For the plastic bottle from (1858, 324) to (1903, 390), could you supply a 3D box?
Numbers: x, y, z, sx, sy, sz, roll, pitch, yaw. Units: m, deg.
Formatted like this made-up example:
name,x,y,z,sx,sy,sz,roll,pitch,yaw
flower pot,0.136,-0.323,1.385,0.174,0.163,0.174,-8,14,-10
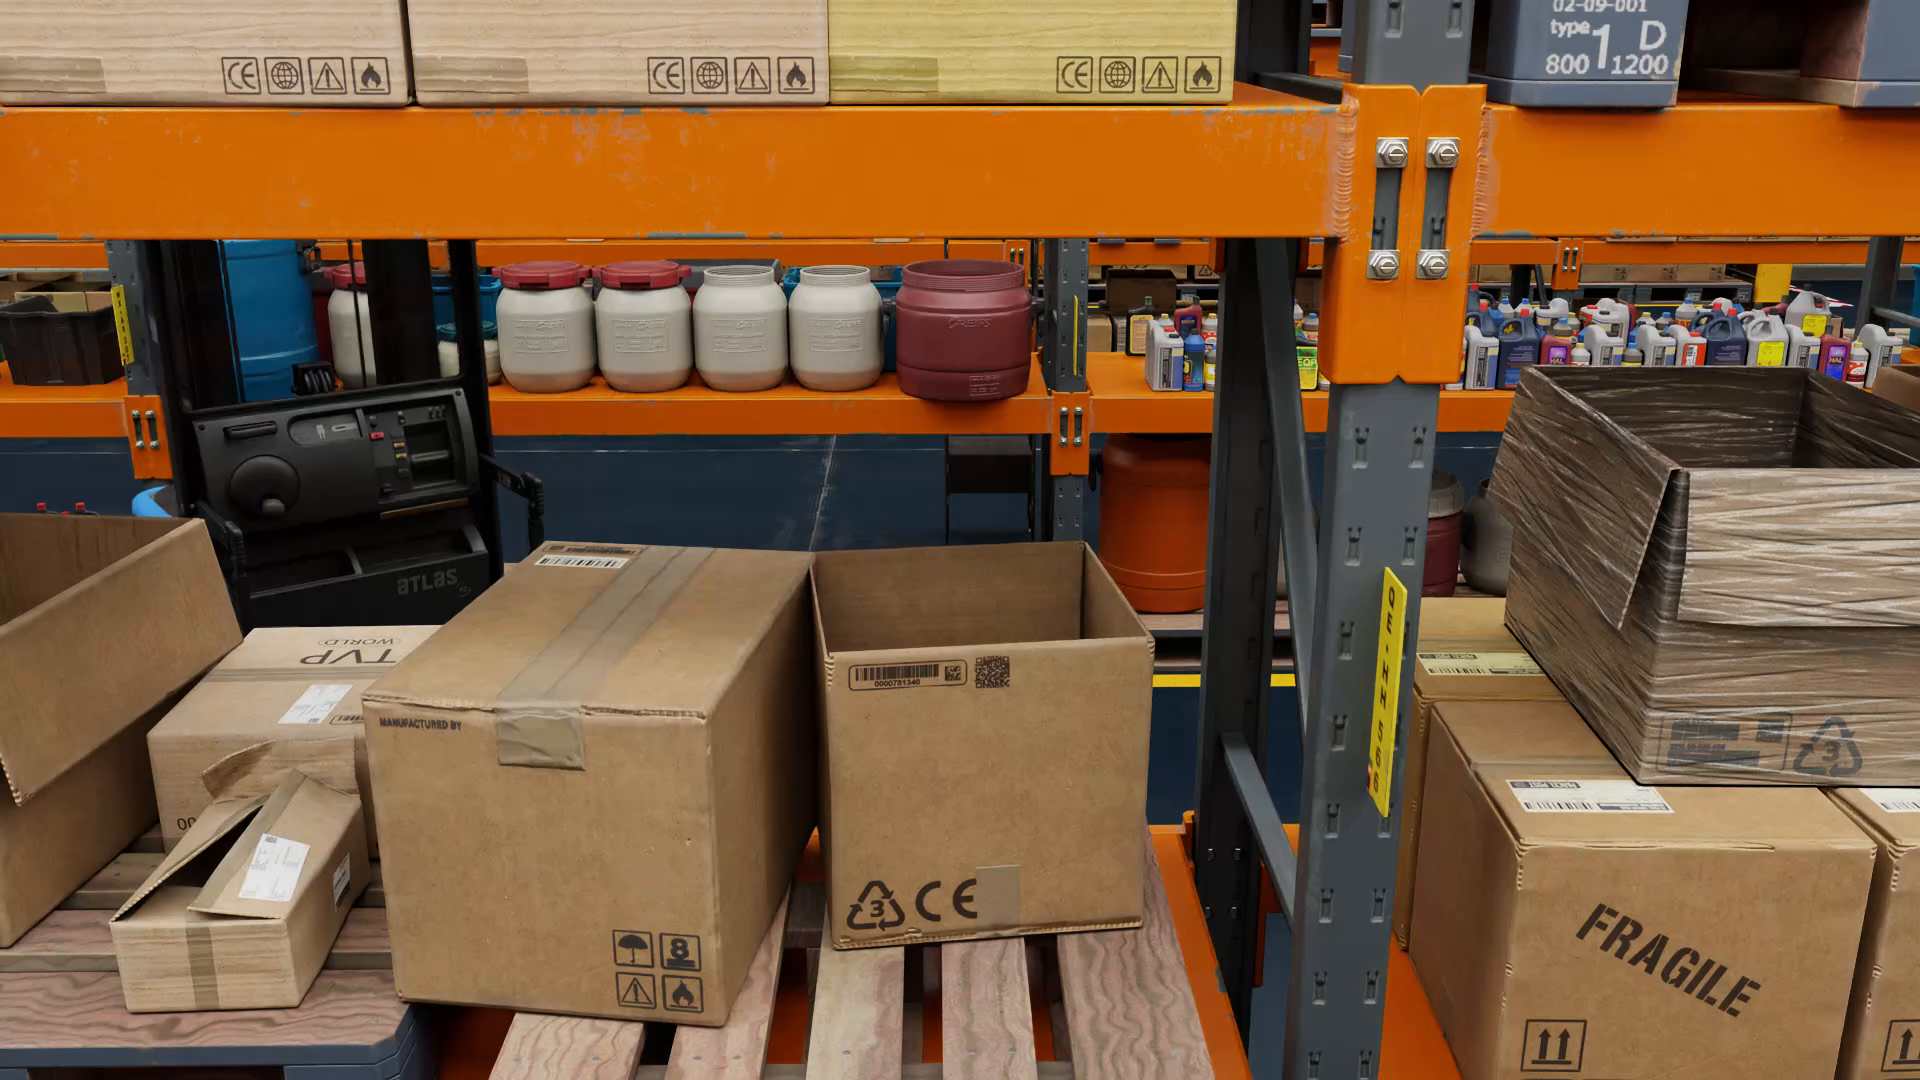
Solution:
name,x,y,z,sx,sy,sz,roll,pitch,yaw
plastic bottle,4.086,-0.820,7.395,0.135,0.276,0.152,0,18,-1

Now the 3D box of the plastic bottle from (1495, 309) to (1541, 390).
name,x,y,z,sx,sy,sz,roll,pitch,yaw
plastic bottle,2.459,-0.846,7.355,0.185,0.351,0.144,0,18,-1

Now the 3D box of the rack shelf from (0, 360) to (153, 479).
name,x,y,z,sx,sy,sz,roll,pitch,yaw
rack shelf,-5.524,-0.589,7.649,4.000,0.370,1.077,0,18,-1

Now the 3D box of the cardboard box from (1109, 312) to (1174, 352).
name,x,y,z,sx,sy,sz,roll,pitch,yaw
cardboard box,1.384,-1.411,12.408,0.500,0.500,0.500,-1,18,-3

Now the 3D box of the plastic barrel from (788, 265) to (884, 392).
name,x,y,z,sx,sy,sz,roll,pitch,yaw
plastic barrel,-0.550,-0.943,7.394,0.421,0.512,0.421,0,18,0

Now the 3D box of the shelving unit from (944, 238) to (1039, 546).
name,x,y,z,sx,sy,sz,roll,pitch,yaw
shelving unit,0.166,-1.001,9.229,0.503,2.100,0.431,0,18,-1

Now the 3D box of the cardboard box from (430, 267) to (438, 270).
name,x,y,z,sx,sy,sz,roll,pitch,yaw
cardboard box,-5.683,-2.933,17.153,0.500,0.500,0.700,-1,18,-4

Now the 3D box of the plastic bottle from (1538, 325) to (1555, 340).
name,x,y,z,sx,sy,sz,roll,pitch,yaw
plastic bottle,2.600,-0.821,7.405,0.097,0.271,0.097,0,18,0

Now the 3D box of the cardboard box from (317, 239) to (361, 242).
name,x,y,z,sx,sy,sz,roll,pitch,yaw
cardboard box,-4.570,-2.493,12.244,0.500,0.500,0.700,0,18,-1

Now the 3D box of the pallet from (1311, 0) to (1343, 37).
name,x,y,z,sx,sy,sz,roll,pitch,yaw
pallet,1.242,-2.272,7.119,1.213,0.211,1.003,0,18,-1

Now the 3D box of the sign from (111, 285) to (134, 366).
name,x,y,z,sx,sy,sz,roll,pitch,yaw
sign,-3.527,-0.905,7.003,0.005,0.325,0.100,0,18,-1

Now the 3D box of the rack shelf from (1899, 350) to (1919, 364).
name,x,y,z,sx,sy,sz,roll,pitch,yaw
rack shelf,6.474,-0.646,7.830,4.000,0.370,1.077,0,18,-1

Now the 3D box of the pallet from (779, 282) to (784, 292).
name,x,y,z,sx,sy,sz,roll,pitch,yaw
pallet,-1.679,-2.650,17.462,1.213,0.211,1.003,0,18,-1

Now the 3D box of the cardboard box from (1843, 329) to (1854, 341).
name,x,y,z,sx,sy,sz,roll,pitch,yaw
cardboard box,6.852,-1.491,13.066,0.500,0.250,0.500,0,18,-1

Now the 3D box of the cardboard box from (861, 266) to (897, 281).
name,x,y,z,sx,sy,sz,roll,pitch,yaw
cardboard box,-0.917,-3.019,17.419,0.500,0.500,0.700,0,18,-1

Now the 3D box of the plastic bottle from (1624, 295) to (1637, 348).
name,x,y,z,sx,sy,sz,roll,pitch,yaw
plastic bottle,3.213,-1.048,8.095,0.133,0.283,0.061,0,18,-1

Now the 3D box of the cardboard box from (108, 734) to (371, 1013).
name,x,y,z,sx,sy,sz,roll,pitch,yaw
cardboard box,-1.110,0.507,2.588,0.258,0.266,0.396,-1,18,-2

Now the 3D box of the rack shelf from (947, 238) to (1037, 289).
name,x,y,z,sx,sy,sz,roll,pitch,yaw
rack shelf,0.166,-1.654,9.020,0.480,0.518,0.431,0,18,-1

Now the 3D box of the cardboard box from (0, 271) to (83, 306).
name,x,y,z,sx,sy,sz,roll,pitch,yaw
cardboard box,-7.067,-1.776,12.758,0.500,0.500,0.500,0,18,-1

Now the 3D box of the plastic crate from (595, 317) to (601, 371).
name,x,y,z,sx,sy,sz,roll,pitch,yaw
plastic crate,-1.787,-0.934,7.897,0.662,0.188,0.450,0,18,-1

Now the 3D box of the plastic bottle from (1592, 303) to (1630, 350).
name,x,y,z,sx,sy,sz,roll,pitch,yaw
plastic bottle,3.082,-0.983,7.906,0.135,0.276,0.152,0,18,-1

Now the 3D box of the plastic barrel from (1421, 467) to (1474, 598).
name,x,y,z,sx,sy,sz,roll,pitch,yaw
plastic barrel,2.093,-0.025,7.974,0.708,0.588,0.600,0,18,-1

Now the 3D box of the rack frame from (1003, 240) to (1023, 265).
name,x,y,z,sx,sy,sz,roll,pitch,yaw
rack frame,0.401,-2.473,12.346,0.127,3.000,1.000,0,18,-1

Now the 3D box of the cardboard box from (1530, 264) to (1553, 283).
name,x,y,z,sx,sy,sz,roll,pitch,yaw
cardboard box,6.083,-2.990,17.364,0.500,0.500,0.700,0,18,0

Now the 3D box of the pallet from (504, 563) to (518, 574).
name,x,y,z,sx,sy,sz,roll,pitch,yaw
pallet,-2.740,0.371,8.044,1.213,0.211,1.003,0,18,-1

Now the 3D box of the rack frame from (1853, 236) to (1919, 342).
name,x,y,z,sx,sy,sz,roll,pitch,yaw
rack frame,4.475,-0.979,7.690,0.127,3.000,1.000,0,18,-1

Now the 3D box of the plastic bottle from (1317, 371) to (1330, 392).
name,x,y,z,sx,sy,sz,roll,pitch,yaw
plastic bottle,1.625,-0.764,7.343,0.097,0.201,0.097,0,18,0

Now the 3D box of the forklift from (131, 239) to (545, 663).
name,x,y,z,sx,sy,sz,roll,pitch,yaw
forklift,-2.048,-0.299,5.681,1.130,2.935,3.031,-13,22,-34

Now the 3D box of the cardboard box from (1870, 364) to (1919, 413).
name,x,y,z,sx,sy,sz,roll,pitch,yaw
cardboard box,1.936,0.026,2.748,0.637,0.503,0.797,0,18,0

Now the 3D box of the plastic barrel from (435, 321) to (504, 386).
name,x,y,z,sx,sy,sz,roll,pitch,yaw
plastic barrel,-2.198,-0.834,7.465,0.301,0.262,0.301,0,18,0

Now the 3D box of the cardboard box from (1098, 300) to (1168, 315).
name,x,y,z,sx,sy,sz,roll,pitch,yaw
cardboard box,1.332,-1.568,12.898,0.500,0.500,0.500,0,18,1

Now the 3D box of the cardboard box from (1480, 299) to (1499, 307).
name,x,y,z,sx,sy,sz,roll,pitch,yaw
cardboard box,3.913,-1.584,12.945,0.500,0.500,0.500,-1,18,-3

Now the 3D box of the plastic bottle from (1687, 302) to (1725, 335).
name,x,y,z,sx,sy,sz,roll,pitch,yaw
plastic bottle,3.374,-0.895,7.507,0.185,0.351,0.144,0,18,-1

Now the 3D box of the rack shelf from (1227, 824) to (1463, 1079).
name,x,y,z,sx,sy,sz,roll,pitch,yaw
rack shelf,2.553,0.886,3.054,4.000,0.370,1.077,0,18,-1

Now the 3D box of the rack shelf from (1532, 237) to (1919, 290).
name,x,y,z,sx,sy,sz,roll,pitch,yaw
rack shelf,6.400,-2.159,12.546,4.000,0.370,1.077,0,18,-1

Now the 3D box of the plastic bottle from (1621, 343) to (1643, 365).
name,x,y,z,sx,sy,sz,roll,pitch,yaw
plastic bottle,2.966,-0.770,7.364,0.097,0.201,0.097,0,18,0

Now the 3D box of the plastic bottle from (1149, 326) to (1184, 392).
name,x,y,z,sx,sy,sz,roll,pitch,yaw
plastic bottle,0.913,-0.804,7.347,0.135,0.276,0.152,0,18,-1

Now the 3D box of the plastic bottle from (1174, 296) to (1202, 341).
name,x,y,z,sx,sy,sz,roll,pitch,yaw
plastic bottle,1.104,-1.038,8.063,0.133,0.283,0.061,0,18,-1

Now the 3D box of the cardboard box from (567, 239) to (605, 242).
name,x,y,z,sx,sy,sz,roll,pitch,yaw
cardboard box,-2.710,-2.276,12.143,0.250,0.149,0.380,0,18,-1

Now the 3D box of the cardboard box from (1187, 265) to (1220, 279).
name,x,y,z,sx,sy,sz,roll,pitch,yaw
cardboard box,2.782,-3.133,17.237,0.750,0.750,0.750,0,18,1

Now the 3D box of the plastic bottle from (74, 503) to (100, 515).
name,x,y,z,sx,sy,sz,roll,pitch,yaw
plastic bottle,-4.338,-0.012,8.290,0.185,0.351,0.144,0,18,1

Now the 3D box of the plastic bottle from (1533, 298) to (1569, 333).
name,x,y,z,sx,sy,sz,roll,pitch,yaw
plastic bottle,2.848,-1.029,8.047,0.135,0.276,0.152,0,18,-1

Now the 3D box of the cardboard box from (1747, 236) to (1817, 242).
name,x,y,z,sx,sy,sz,roll,pitch,yaw
cardboard box,5.926,-2.464,12.155,0.500,0.500,0.500,0,18,-1

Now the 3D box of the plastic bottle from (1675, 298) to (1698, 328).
name,x,y,z,sx,sy,sz,roll,pitch,yaw
plastic bottle,3.524,-1.038,8.084,0.097,0.271,0.097,0,18,0

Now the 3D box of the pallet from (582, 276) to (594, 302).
name,x,y,z,sx,sy,sz,roll,pitch,yaw
pallet,-4.352,-2.625,17.384,1.213,0.211,1.003,0,18,-1

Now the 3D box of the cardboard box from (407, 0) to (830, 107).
name,x,y,z,sx,sy,sz,roll,pitch,yaw
cardboard box,-0.414,-0.721,2.218,0.500,0.250,0.500,0,18,-1

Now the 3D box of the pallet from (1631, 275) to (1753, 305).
name,x,y,z,sx,sy,sz,roll,pitch,yaw
pallet,7.520,-2.669,17.522,1.213,0.211,1.003,0,18,-1

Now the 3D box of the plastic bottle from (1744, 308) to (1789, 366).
name,x,y,z,sx,sy,sz,roll,pitch,yaw
plastic bottle,3.561,-0.852,7.372,0.185,0.351,0.144,0,18,-1

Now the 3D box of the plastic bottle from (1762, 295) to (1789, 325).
name,x,y,z,sx,sy,sz,roll,pitch,yaw
plastic bottle,3.968,-1.052,8.106,0.133,0.283,0.061,0,18,-1

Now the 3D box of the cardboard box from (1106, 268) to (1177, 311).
name,x,y,z,sx,sy,sz,roll,pitch,yaw
cardboard box,1.388,-1.927,12.788,0.500,0.250,0.500,0,18,1
